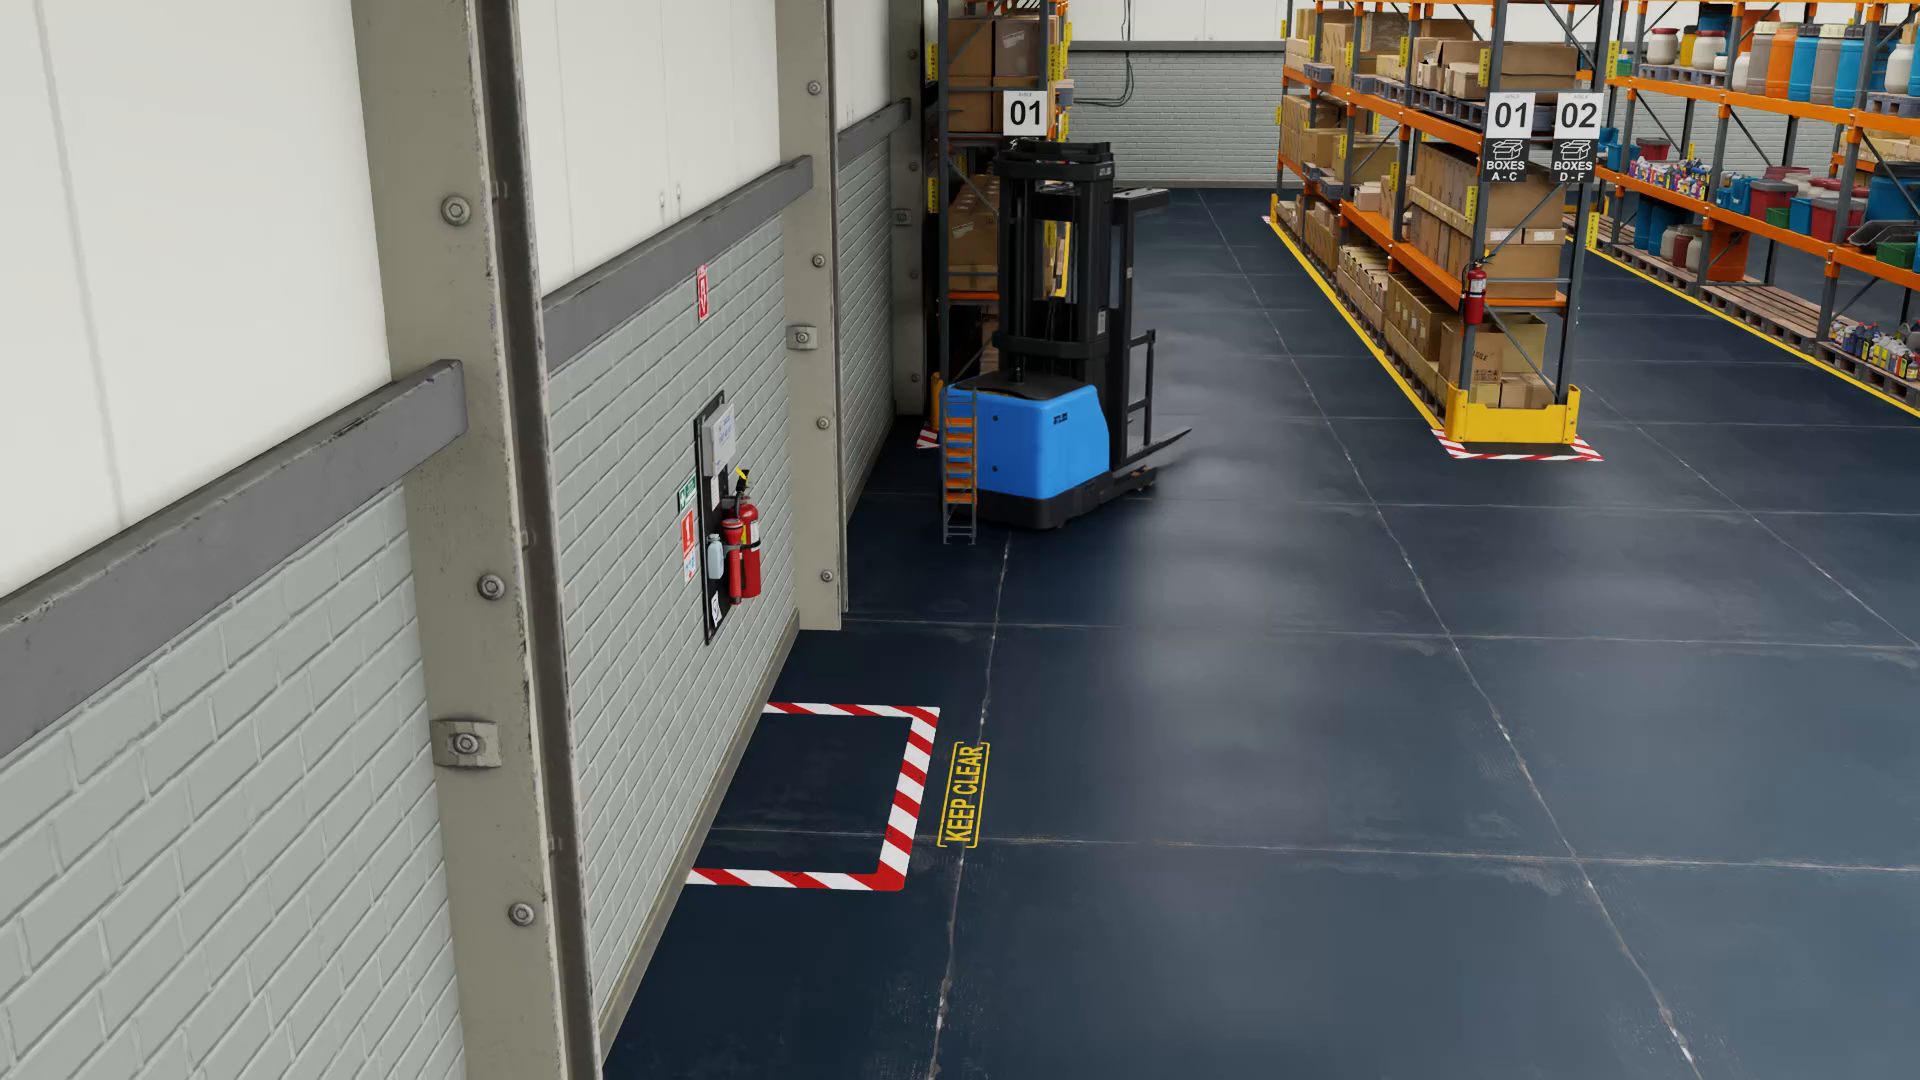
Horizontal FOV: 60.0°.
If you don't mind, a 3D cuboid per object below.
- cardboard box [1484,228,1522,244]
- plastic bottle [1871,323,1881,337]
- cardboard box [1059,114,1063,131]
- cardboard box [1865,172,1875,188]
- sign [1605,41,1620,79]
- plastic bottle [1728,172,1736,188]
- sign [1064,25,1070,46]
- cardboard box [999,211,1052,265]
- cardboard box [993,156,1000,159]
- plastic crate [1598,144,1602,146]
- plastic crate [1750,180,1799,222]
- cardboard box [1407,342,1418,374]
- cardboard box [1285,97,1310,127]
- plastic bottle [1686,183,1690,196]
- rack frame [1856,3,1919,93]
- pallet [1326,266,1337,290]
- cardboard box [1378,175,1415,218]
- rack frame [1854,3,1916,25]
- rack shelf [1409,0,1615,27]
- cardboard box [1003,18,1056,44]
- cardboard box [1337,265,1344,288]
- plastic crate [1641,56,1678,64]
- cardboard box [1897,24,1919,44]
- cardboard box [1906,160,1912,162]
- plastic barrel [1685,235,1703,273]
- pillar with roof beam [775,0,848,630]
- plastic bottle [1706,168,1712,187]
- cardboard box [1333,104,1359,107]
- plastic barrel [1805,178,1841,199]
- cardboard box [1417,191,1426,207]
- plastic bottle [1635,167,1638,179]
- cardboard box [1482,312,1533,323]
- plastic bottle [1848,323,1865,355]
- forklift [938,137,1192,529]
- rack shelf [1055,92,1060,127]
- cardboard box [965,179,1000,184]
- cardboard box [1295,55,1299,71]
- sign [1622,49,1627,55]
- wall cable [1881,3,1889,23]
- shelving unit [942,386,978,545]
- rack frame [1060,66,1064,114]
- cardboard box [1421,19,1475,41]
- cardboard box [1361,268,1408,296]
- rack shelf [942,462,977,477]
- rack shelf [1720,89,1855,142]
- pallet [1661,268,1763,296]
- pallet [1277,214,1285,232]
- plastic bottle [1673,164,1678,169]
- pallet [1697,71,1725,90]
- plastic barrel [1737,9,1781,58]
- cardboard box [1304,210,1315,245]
[{"bbox_3d":[5.082,-2.885,15.707,0.380,0.149,0.250,1,18,3],"label":"cardboard box"},{"bbox_3d":[10.143,-2.242,18.496,0.144,0.351,0.185,1,18,4],"label":"plastic bottle"},{"bbox_3d":[1.385,-6.646,26.515,0.500,0.250,0.500,2,18,5],"label":"cardboard box"},{"bbox_3d":[16.241,-5.860,28.727,0.875,0.875,0.875,1,18,4],"label":"cardboard box"},{"bbox_3d":[5.797,-4.270,14.790,0.100,0.325,0.005,1,18,4],"label":"sign"},{"bbox_3d":[11.240,-5.209,24.189,0.061,0.283,0.133,1,18,4],"label":"plastic bottle"},{"bbox_3d":[1.705,-8.054,26.532,0.100,0.325,0.005,1,18,4],"label":"sign"},{"bbox_3d":[0.637,-2.952,16.118,0.500,0.500,0.500,1,18,4],"label":"cardboard box"},{"bbox_3d":[0.786,-4.723,21.653,0.700,0.500,0.500,1,18,4],"label":"cardboard box"},{"bbox_3d":[10.891,-6.734,28.830,0.416,0.233,0.300,1,18,4],"label":"plastic crate"},{"bbox_3d":[10.337,-4.314,21.170,0.402,0.464,0.583,1,18,4],"label":"plastic crate"},{"bbox_3d":[5.084,-1.938,17.762,0.500,0.250,0.500,1,18,4],"label":"cardboard box"},{"bbox_3d":[6.067,-7.604,29.544,0.500,0.500,0.500,1,18,4],"label":"cardboard box"},{"bbox_3d":[10.426,-5.018,23.737,0.097,0.201,0.097,0,18,0],"label":"plastic bottle"},{"bbox_3d":[10.471,-6.388,17.965,1.000,3.000,0.127,1,18,4],"label":"rack frame"},{"bbox_3d":[5.909,-3.797,24.171,1.003,0.211,1.213,1,18,4],"label":"pallet"},{"bbox_3d":[5.714,-4.417,21.424,0.500,0.500,0.500,0,18,1],"label":"cardboard box"},{"bbox_3d":[16.272,-10.004,29.002,1.000,3.000,0.127,1,18,4],"label":"rack frame"},{"bbox_3d":[5.388,-5.346,16.585,1.077,0.370,4.000,1,18,4],"label":"rack shelf"},{"bbox_3d":[0.685,-4.901,16.448,0.500,0.500,0.500,2,18,5],"label":"cardboard box"},{"bbox_3d":[5.487,-3.628,22.918,0.500,0.250,0.500,1,18,4],"label":"cardboard box"},{"bbox_3d":[11.407,-7.764,27.194,0.497,0.269,0.590,1,18,4],"label":"plastic crate"},{"bbox_3d":[16.139,-8.377,27.857,0.700,0.500,0.500,0,18,0],"label":"cardboard box"},{"bbox_3d":[15.736,-6.133,27.226,0.380,0.149,0.250,2,18,5],"label":"cardboard box"},{"bbox_3d":[10.728,-4.126,24.019,0.421,0.512,0.421,0,18,0],"label":"plastic barrel"},{"bbox_3d":[3.354,-3.643,9.591,9.100,9.000,0.400,1,18,4],"label":"pillar with roof beam"},{"bbox_3d":[11.065,-5.325,24.435,0.144,0.351,0.185,1,18,4],"label":"plastic bottle"},{"bbox_3d":[6.456,-6.956,27.568,0.500,0.500,0.500,1,18,2],"label":"cardboard box"},{"bbox_3d":[10.842,-4.256,20.875,0.433,0.535,0.433,0,18,0],"label":"plastic barrel"},{"bbox_3d":[5.284,-3.767,18.399,0.380,0.149,0.250,1,18,2],"label":"cardboard box"},{"bbox_3d":[10.593,-5.745,25.957,0.097,0.201,0.097,0,18,0],"label":"plastic bottle"},{"bbox_3d":[5.562,-2.128,17.137,0.500,0.500,0.500,1,18,4],"label":"cardboard box"},{"bbox_3d":[10.000,-2.245,18.506,0.144,0.351,0.185,2,18,5],"label":"plastic bottle"},{"bbox_3d":[1.044,-1.879,13.950,1.130,2.935,3.031,11,21,31],"label":"forklift"},{"bbox_3d":[0.733,-5.463,21.115,1.077,0.370,4.000,1,18,4],"label":"rack shelf"},{"bbox_3d":[0.307,-3.751,18.556,0.500,0.500,0.500,1,18,4],"label":"cardboard box"},{"bbox_3d":[5.988,-8.110,28.279,0.500,0.250,0.500,1,18,4],"label":"cardboard box"},{"bbox_3d":[11.882,-8.632,29.800,0.100,0.325,0.005,1,18,4],"label":"sign"},{"bbox_3d":[20.115,-13.212,33.625,2.277,5.999,0.120,1,18,4],"label":"wall cable"},{"bbox_3d":[-0.001,-0.566,12.722,0.258,1.200,0.189,1,18,4],"label":"shelving unit"},{"bbox_3d":[1.163,-6.242,27.157,1.000,3.000,0.127,1,18,4],"label":"rack frame"},{"bbox_3d":[5.615,-5.749,19.196,0.500,0.500,0.500,2,18,5],"label":"cardboard box"},{"bbox_3d":[5.343,-3.257,20.885,0.500,0.311,0.500,1,18,4],"label":"cardboard box"},{"bbox_3d":[-0.001,-0.523,12.736,0.258,0.103,0.180,1,18,4],"label":"rack shelf"},{"bbox_3d":[10.615,-5.241,20.440,1.077,0.370,4.000,1,18,4],"label":"rack shelf"},{"bbox_3d":[10.773,-3.700,23.875,1.003,0.211,1.213,1,18,4],"label":"pallet"},{"bbox_3d":[6.330,-5.779,30.221,1.003,0.211,1.213,1,18,4],"label":"pallet"},{"bbox_3d":[11.213,-5.794,26.108,0.097,0.201,0.097,0,18,0],"label":"plastic bottle"},{"bbox_3d":[10.911,-6.350,22.971,1.003,0.211,1.213,1,18,4],"label":"pallet"},{"bbox_3d":[10.802,-6.784,22.629,0.600,0.830,0.708,1,18,4],"label":"plastic barrel"},{"bbox_3d":[5.827,-5.009,26.702,0.500,0.500,0.500,0,18,1],"label":"cardboard box"}]
